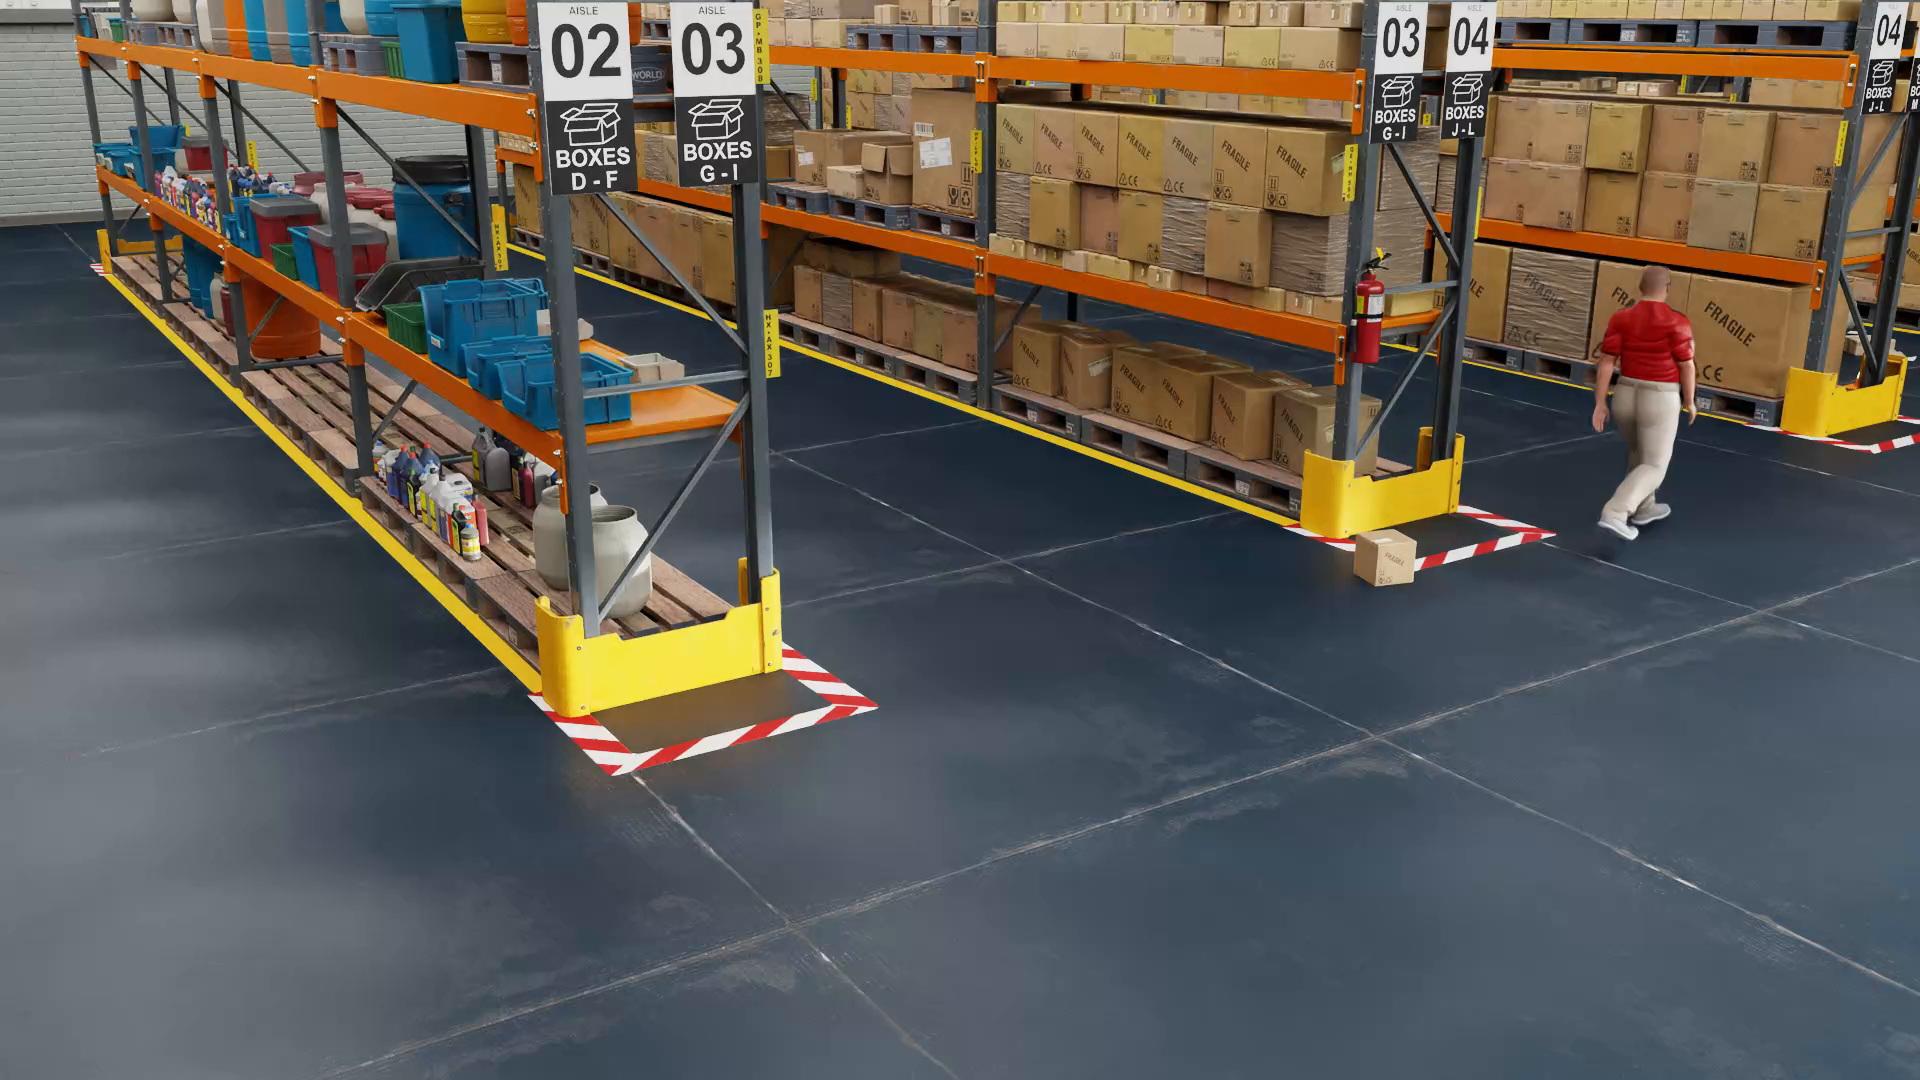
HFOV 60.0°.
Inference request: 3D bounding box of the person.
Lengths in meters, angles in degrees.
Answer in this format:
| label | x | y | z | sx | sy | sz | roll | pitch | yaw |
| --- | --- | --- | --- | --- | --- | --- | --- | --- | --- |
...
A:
| label | x | y | z | sx | sy | sz | roll | pitch | yaw |
| --- | --- | --- | --- | --- | --- | --- | --- | --- | --- |
| person | 4.190 | -0.843 | 10.193 | 1.030 | 1.673 | 0.530 | -13 | 22 | -34 |
